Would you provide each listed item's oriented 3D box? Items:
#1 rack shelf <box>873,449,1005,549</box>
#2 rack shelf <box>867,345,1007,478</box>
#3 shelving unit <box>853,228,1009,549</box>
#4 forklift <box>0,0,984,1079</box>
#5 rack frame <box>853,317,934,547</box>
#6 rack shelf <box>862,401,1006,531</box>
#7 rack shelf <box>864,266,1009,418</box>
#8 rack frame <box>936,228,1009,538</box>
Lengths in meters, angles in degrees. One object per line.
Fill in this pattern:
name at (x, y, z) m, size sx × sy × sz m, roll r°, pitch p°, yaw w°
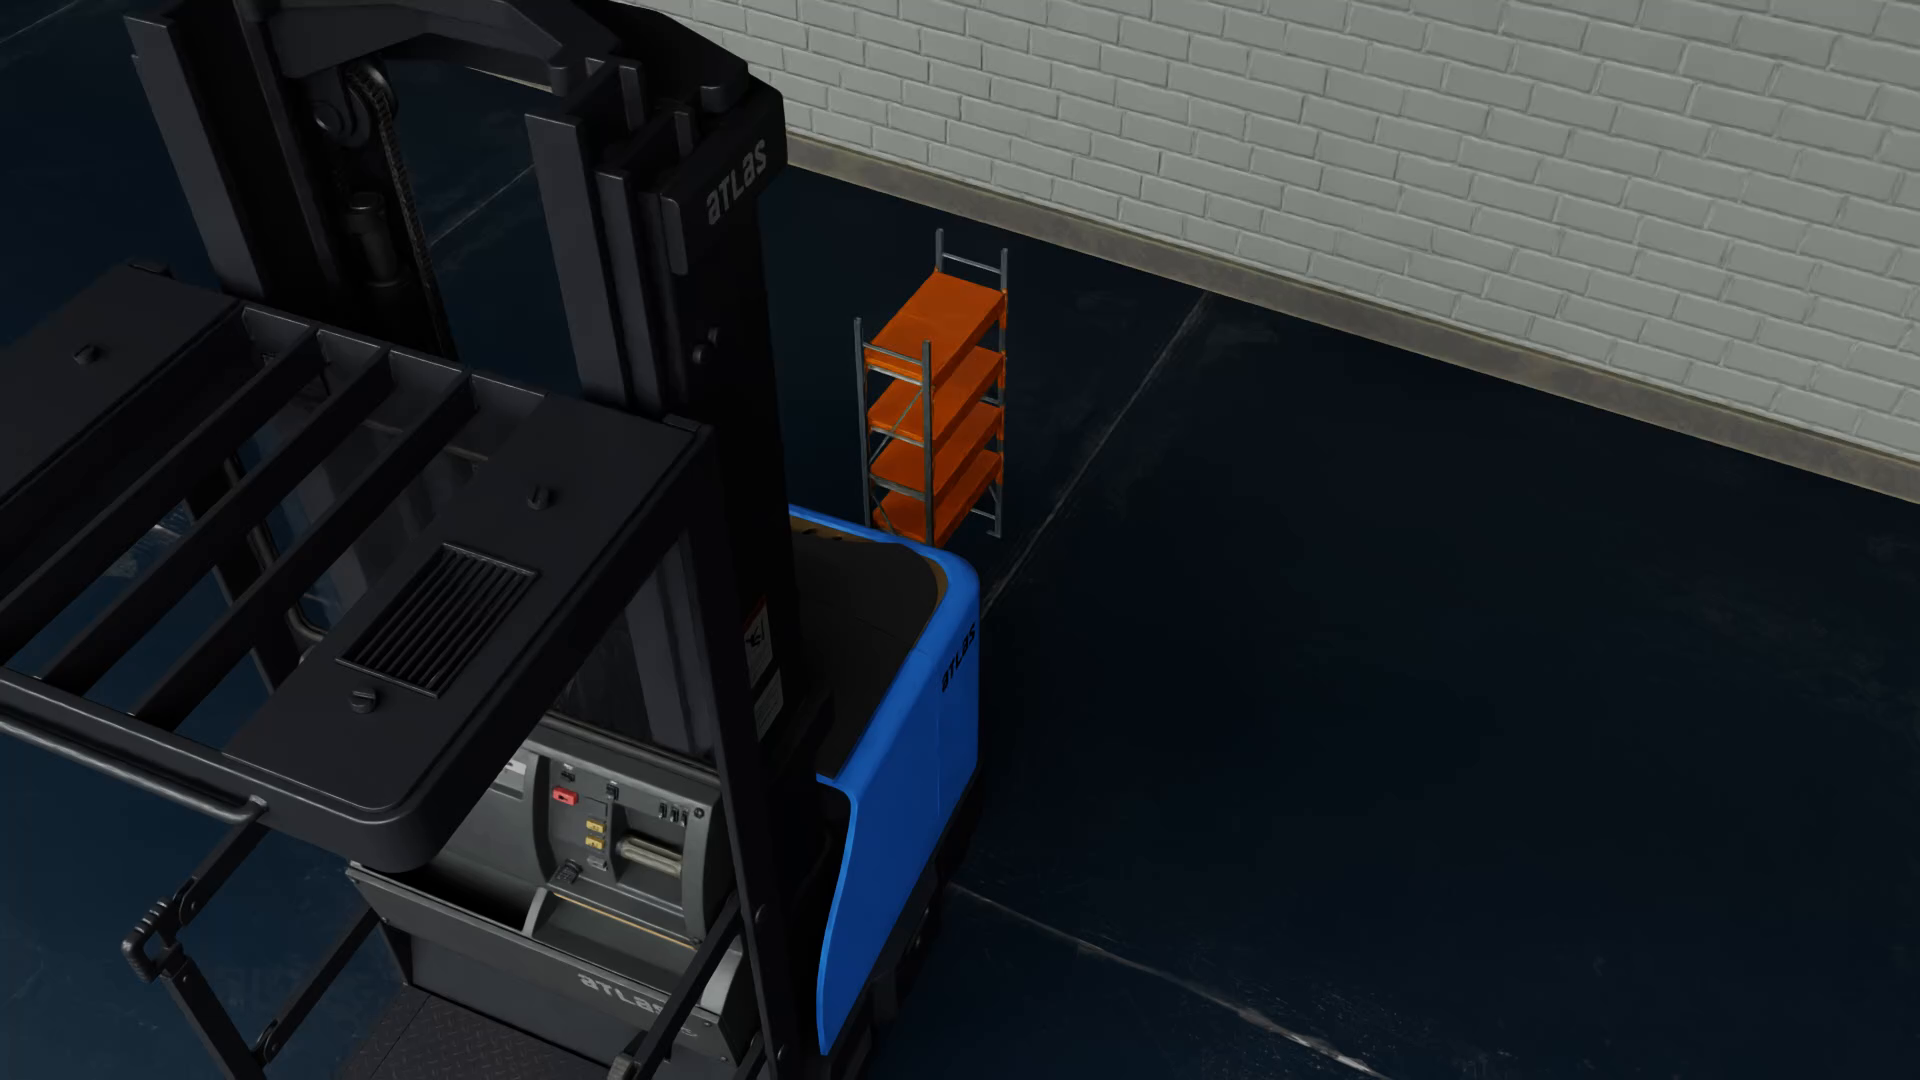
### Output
rack shelf at (-0.077, -0.131, 5.409) m, size 0.258 × 0.148 × 0.480 m, roll 20°, pitch 49°, yaw 19°
rack shelf at (-0.077, -0.427, 5.109) m, size 0.258 × 0.148 × 0.480 m, roll 20°, pitch 49°, yaw 19°
shelving unit at (-0.077, -0.317, 5.220) m, size 0.258 × 1.200 × 0.503 m, roll 20°, pitch 49°, yaw 19°
forklift at (-0.974, 0.607, 3.089) m, size 1.130 × 2.935 × 3.031 m, roll 17°, pitch 48°, yaw 16°
rack frame at (-0.190, -0.164, 5.068) m, size 0.240 × 1.200 × 0.015 m, roll 20°, pitch 49°, yaw 19°
rack shelf at (-0.077, -0.270, 5.268) m, size 0.258 × 0.148 × 0.480 m, roll 20°, pitch 49°, yaw 19°
rack shelf at (-0.077, -0.594, 4.941) m, size 0.258 × 0.148 × 0.480 m, roll 20°, pitch 49°, yaw 19°
rack frame at (0.036, -0.471, 5.372) m, size 0.240 × 1.200 × 0.015 m, roll 20°, pitch 49°, yaw 19°
